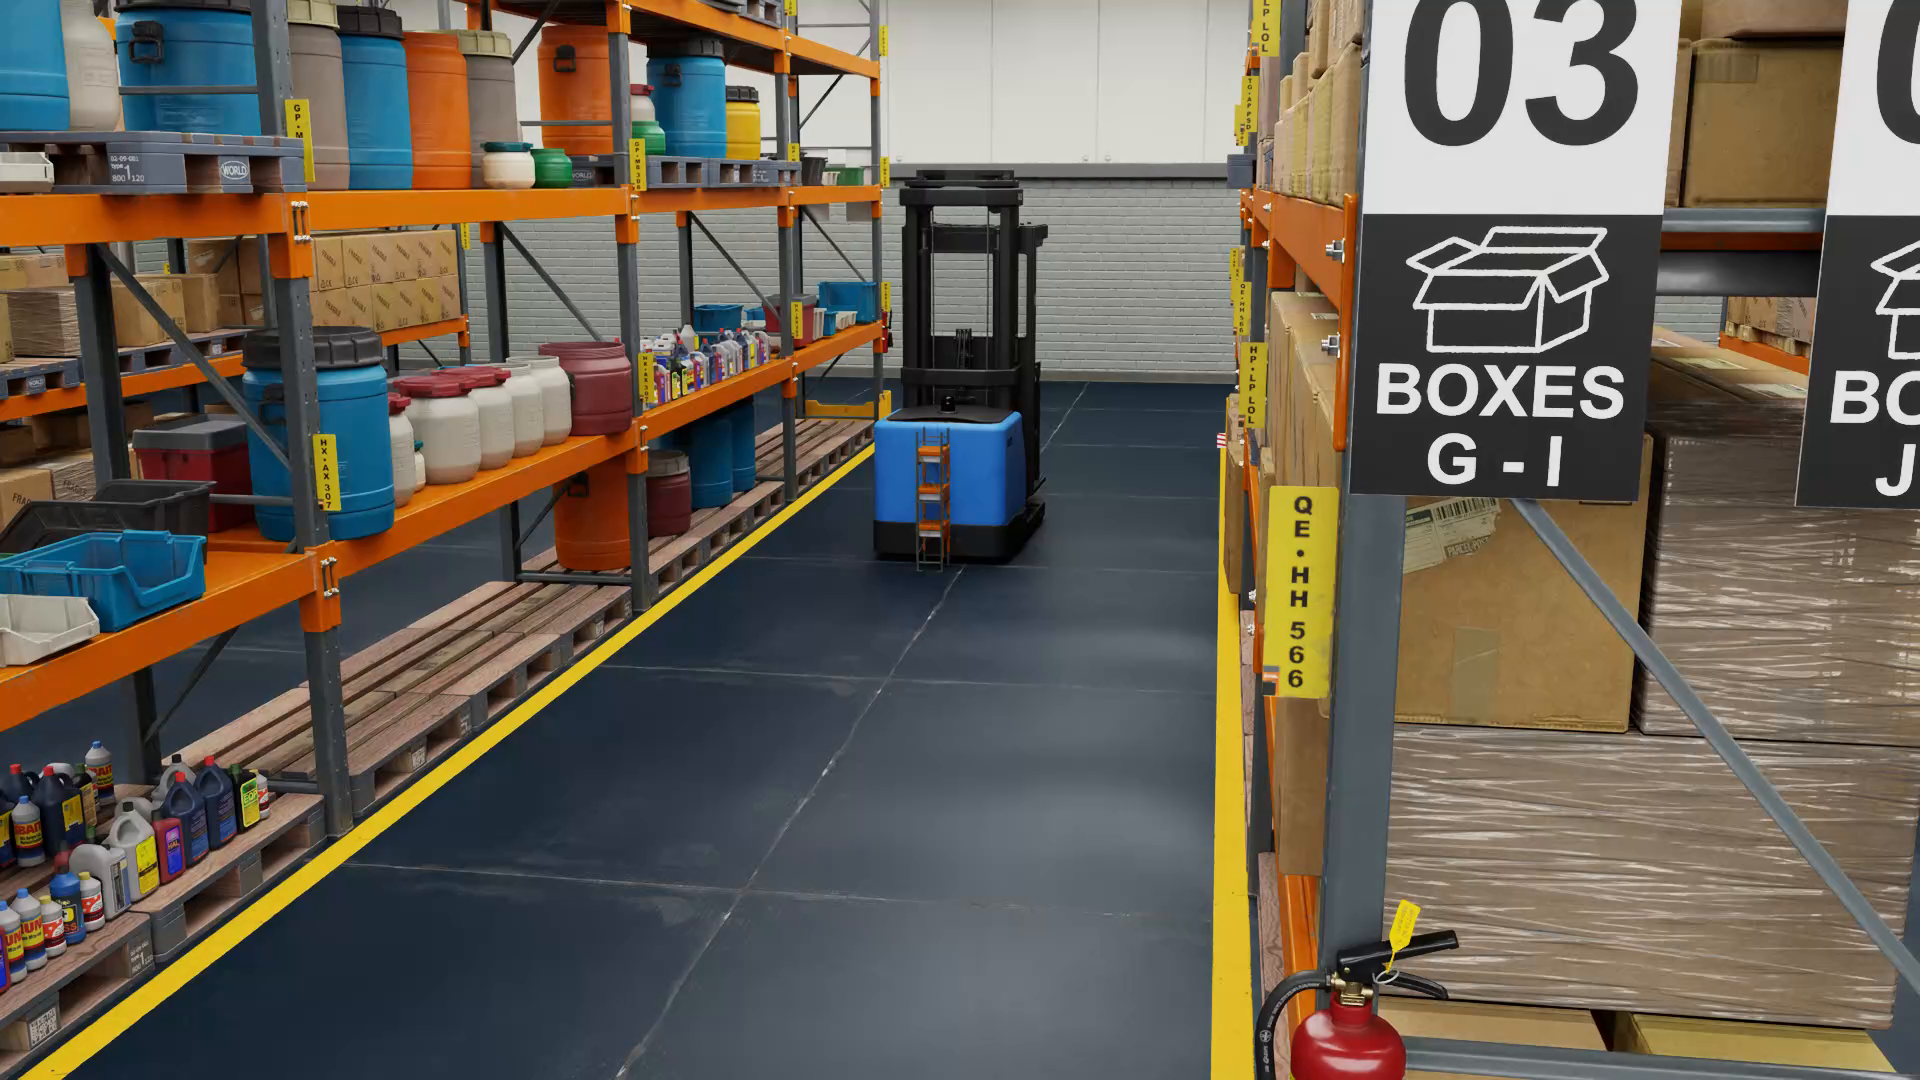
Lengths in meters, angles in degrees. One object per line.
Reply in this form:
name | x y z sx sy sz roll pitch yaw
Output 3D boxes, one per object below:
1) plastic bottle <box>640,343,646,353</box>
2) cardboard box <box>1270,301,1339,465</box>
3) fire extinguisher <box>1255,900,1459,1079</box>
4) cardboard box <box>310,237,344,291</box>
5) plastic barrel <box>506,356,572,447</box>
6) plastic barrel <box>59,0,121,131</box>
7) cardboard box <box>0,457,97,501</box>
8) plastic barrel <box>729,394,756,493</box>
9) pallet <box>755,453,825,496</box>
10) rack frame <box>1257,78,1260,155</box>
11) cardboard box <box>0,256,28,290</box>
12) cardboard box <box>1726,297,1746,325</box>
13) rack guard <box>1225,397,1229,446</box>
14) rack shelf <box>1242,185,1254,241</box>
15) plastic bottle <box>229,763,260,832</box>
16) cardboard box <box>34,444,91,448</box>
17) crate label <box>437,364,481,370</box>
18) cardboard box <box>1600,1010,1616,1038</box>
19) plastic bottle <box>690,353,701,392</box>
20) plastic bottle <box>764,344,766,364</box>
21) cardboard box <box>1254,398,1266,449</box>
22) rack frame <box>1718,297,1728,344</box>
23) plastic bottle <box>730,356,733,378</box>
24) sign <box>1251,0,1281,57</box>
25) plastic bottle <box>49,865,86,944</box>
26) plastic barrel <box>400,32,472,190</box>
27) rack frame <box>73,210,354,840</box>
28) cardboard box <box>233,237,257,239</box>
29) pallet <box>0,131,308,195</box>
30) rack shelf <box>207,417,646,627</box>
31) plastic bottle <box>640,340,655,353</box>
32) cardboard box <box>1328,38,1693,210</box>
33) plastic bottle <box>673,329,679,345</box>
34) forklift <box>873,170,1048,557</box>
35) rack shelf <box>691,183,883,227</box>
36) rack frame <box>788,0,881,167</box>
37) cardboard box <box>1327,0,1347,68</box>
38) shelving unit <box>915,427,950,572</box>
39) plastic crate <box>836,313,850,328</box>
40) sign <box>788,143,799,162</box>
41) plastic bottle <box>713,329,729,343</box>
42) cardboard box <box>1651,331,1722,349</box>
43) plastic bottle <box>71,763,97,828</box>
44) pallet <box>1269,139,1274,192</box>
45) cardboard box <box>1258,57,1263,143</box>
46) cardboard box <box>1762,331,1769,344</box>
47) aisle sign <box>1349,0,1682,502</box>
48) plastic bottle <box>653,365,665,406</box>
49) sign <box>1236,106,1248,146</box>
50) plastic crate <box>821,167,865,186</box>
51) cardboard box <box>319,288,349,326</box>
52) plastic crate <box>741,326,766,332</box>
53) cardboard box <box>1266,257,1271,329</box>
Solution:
plastic bottle | -2.618 -1.450 13.395 0.152 0.276 0.135 2 12 9
cardboard box | 1.276 -0.503 5.391 0.500 0.500 0.500 2 12 9
fire extinguisher | 0.583 0.870 2.521 0.296 0.674 0.183 2 12 9
cardboard box | -6.457 -2.731 16.434 0.500 0.500 0.500 1 12 7
plastic barrel | -2.555 -0.836 9.989 0.421 0.512 0.421 0 12 0
plastic barrel | -3.483 -1.813 6.404 0.421 0.512 0.421 0 12 0
cardboard box | -7.074 -0.352 12.895 0.500 0.500 0.500 1 12 7
plastic barrel | -2.093 -0.902 14.544 0.600 0.901 0.708 2 12 9
pallet | -1.917 -0.627 15.900 1.003 0.211 1.213 2 12 9
rack frame | 2.287 -3.775 9.650 1.000 3.000 0.127 2 12 9
cardboard box | -11.336 -2.877 19.013 0.980 0.700 0.700 2 12 8
cardboard box | 8.060 -2.436 16.732 0.500 0.500 0.500 2 12 11
rack guard | 3.521 -1.291 18.296 1.175 0.500 0.348 2 12 9
rack shelf | 2.594 -2.373 11.973 1.077 0.370 4.000 2 12 9
plastic bottle | -2.971 1.054 6.888 0.061 0.283 0.133 3 12 11
cardboard box | -7.435 -0.577 13.938 0.500 0.500 0.500 1 12 7
crate label | -3.027 -0.822 10.103 0.502 0.435 0.616 2 12 9
cardboard box | 1.393 0.843 3.059 0.380 0.149 0.250 2 12 9
plastic bottle | -1.999 -1.264 12.517 0.061 0.283 0.133 2 12 9
plastic bottle | -1.724 -1.621 14.365 0.097 0.201 0.097 0 12 0
cardboard box | 1.802 -0.633 8.669 0.500 0.250 0.500 2 12 7
rack frame | 8.402 -2.326 17.166 1.000 3.000 0.127 2 12 9
plastic bottle | -1.879 -1.412 13.395 0.097 0.201 0.097 0 12 0
sign | 1.122 -1.938 6.086 0.100 0.325 0.005 2 12 9
plastic bottle | -3.152 1.280 5.868 0.097 0.271 0.097 0 12 0
plastic barrel | -3.049 -2.379 9.273 0.600 0.830 0.708 2 12 9
rack frame | -3.223 -0.170 7.163 1.000 3.000 0.127 2 12 9
cardboard box | -6.988 -2.755 16.545 0.500 0.500 0.500 2 12 8
pallet | -3.237 -1.391 6.155 1.213 0.211 1.003 2 12 9
rack shelf | -2.915 -0.235 9.170 1.077 0.370 4.000 2 12 9
plastic bottle | -2.582 -1.498 13.619 0.152 0.276 0.135 2 12 9
cardboard box | 0.879 -0.679 2.758 0.500 0.250 0.500 2 12 10
plastic bottle | -2.491 -1.688 14.483 0.061 0.283 0.133 2 12 9
forklift | 0.121 -1.563 13.788 1.130 2.935 3.031 2 12 11
rack shelf | -1.685 -3.366 16.582 1.077 0.370 4.000 2 12 9
rack frame | -1.377 -5.601 18.122 1.000 3.000 0.127 2 12 9
cardboard box | 0.880 -0.944 3.042 0.380 0.149 0.250 1 12 6
shelving unit | -0.202 -0.302 12.404 0.215 1.050 0.252 2 12 11
plastic crate | -1.382 -2.333 17.682 0.396 0.136 0.243 2 12 9
sign | -1.449 -3.288 14.488 0.100 0.325 0.005 2 12 9
plastic bottle | -1.981 -1.576 13.801 0.144 0.351 0.185 2 12 9
cardboard box | 1.640 -0.278 4.346 0.500 0.500 0.500 2 12 9
plastic bottle | -3.622 1.066 6.829 0.061 0.283 0.133 2 12 9
pallet | 1.872 -1.509 6.702 1.213 0.211 1.003 2 12 9
cardboard box | 1.879 -2.407 8.998 0.500 0.500 0.500 2 12 9
cardboard box | 8.032 -1.979 16.154 0.380 0.149 0.250 2 12 11
aisle sign | 0.750 -0.445 2.266 0.394 0.787 0.004 2 12 9
plastic bottle | -2.126 -1.092 11.719 0.061 0.283 0.133 2 12 9
sign | 2.353 -3.450 13.848 0.100 0.325 0.005 2 12 9
plastic crate | -1.247 -3.816 17.464 0.450 0.188 0.336 2 12 9
cardboard box | -6.463 -2.250 16.574 0.500 0.500 0.500 2 12 10
plastic crate | -2.086 -1.972 16.034 0.437 0.125 0.590 2 12 9
cardboard box | 2.615 -1.809 12.147 0.797 0.503 0.637 2 12 10
